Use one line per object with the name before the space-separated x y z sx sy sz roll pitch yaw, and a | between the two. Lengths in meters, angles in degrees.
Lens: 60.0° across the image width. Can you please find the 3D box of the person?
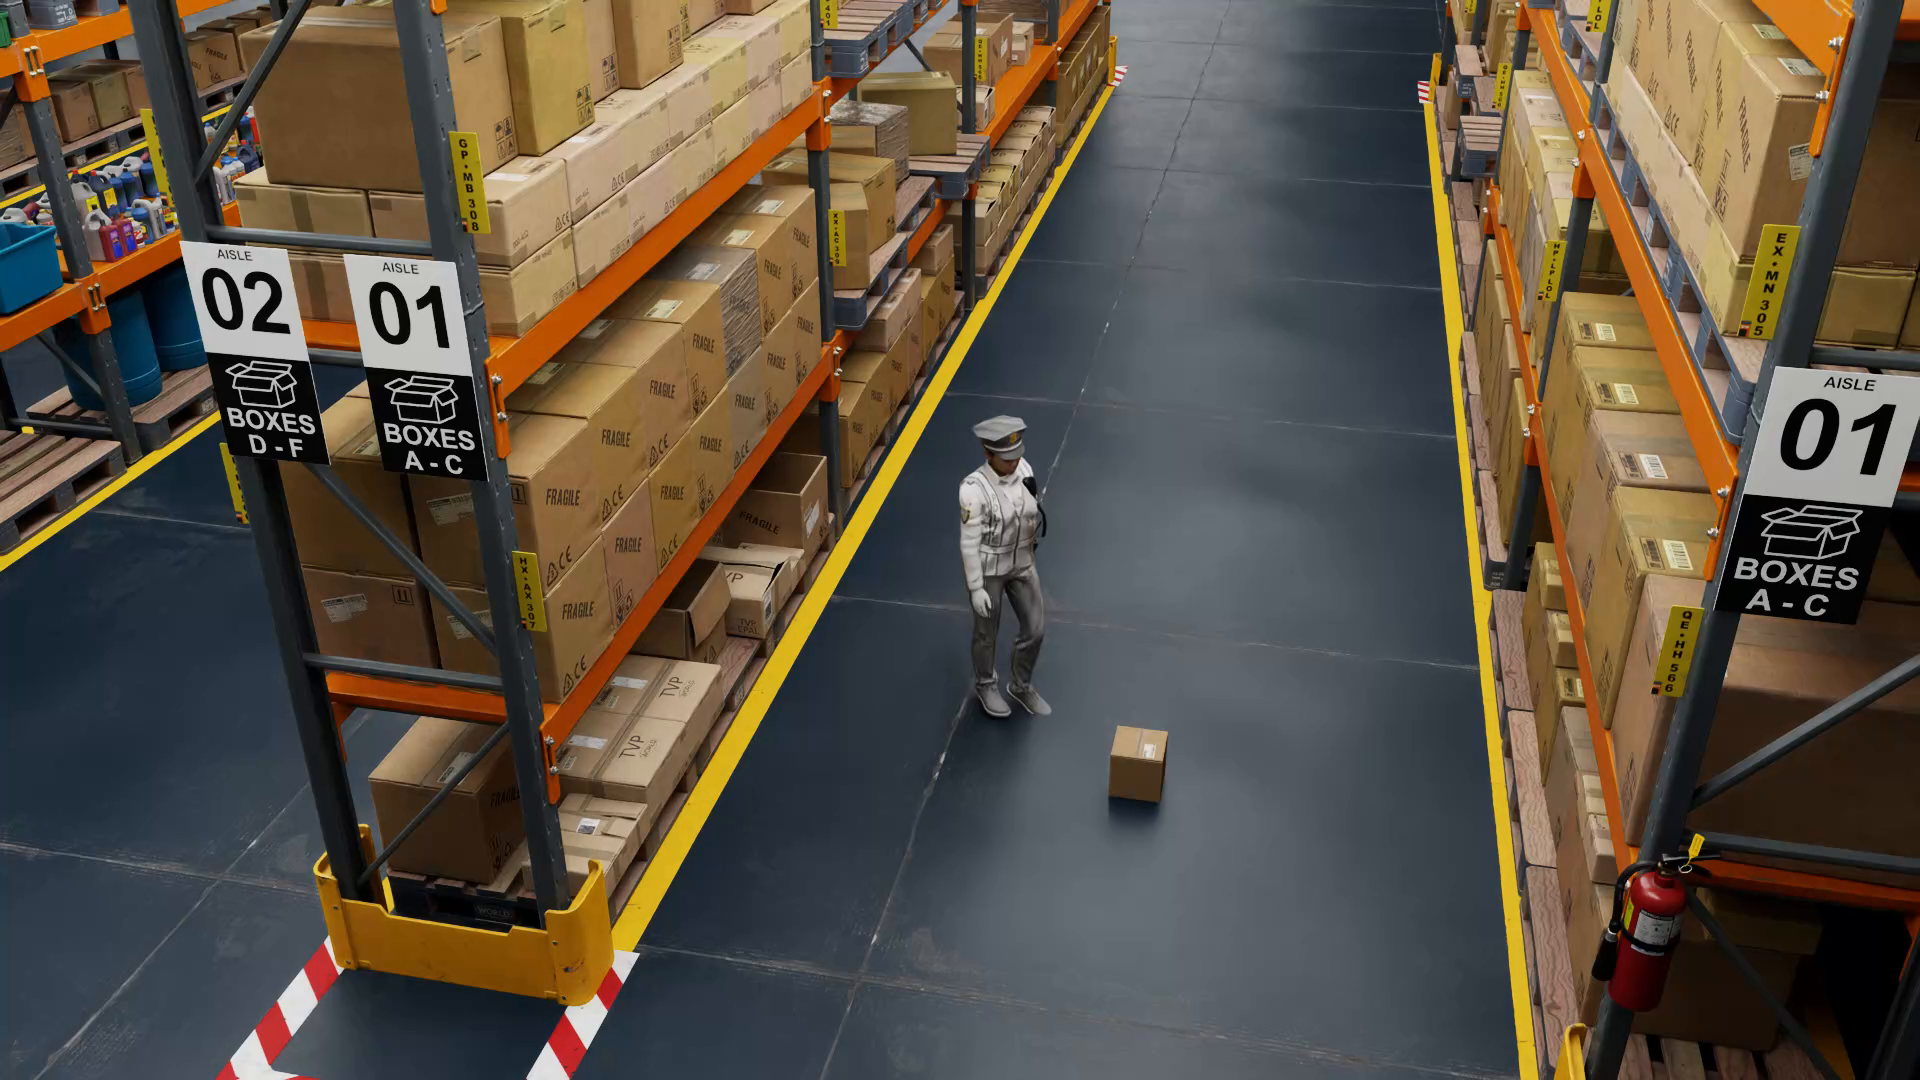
person | 0.205 0.175 8.310 0.489 1.716 0.362 -18 34 -29
